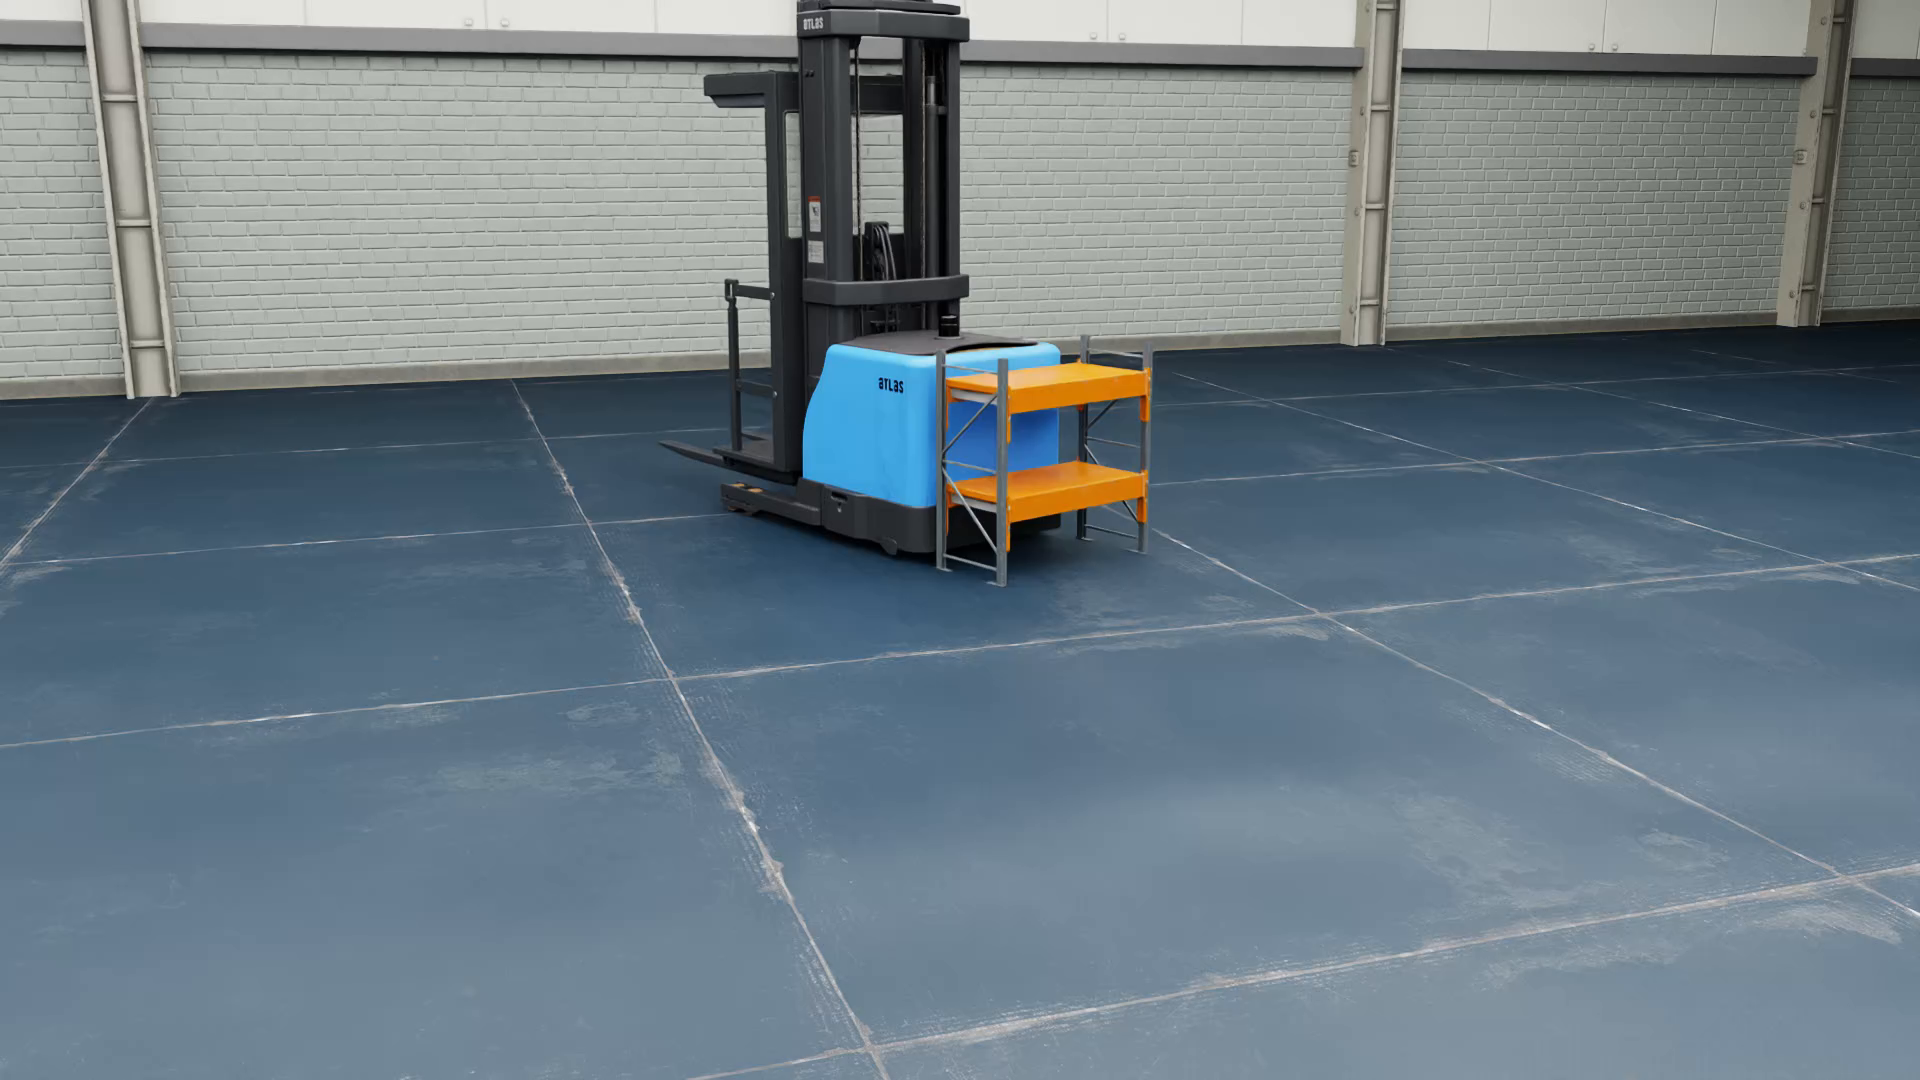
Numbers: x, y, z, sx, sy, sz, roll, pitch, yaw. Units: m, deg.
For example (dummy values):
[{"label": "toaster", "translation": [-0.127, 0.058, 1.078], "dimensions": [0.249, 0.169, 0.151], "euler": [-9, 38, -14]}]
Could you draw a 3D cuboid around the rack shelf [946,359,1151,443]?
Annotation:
[{"label": "rack shelf", "translation": [0.438, -0.720, 8.476], "dimensions": [1.000, 0.278, 0.538], "euler": [-11, 18, -40]}]

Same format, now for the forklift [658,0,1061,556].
[{"label": "forklift", "translation": [-0.763, -1.627, 9.648], "dimensions": [1.130, 2.935, 3.031], "euler": [-11, 17, -38]}]

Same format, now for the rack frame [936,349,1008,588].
[{"label": "rack frame", "translation": [0.055, -0.358, 8.218], "dimensions": [0.032, 1.125, 0.500], "euler": [-11, 18, -40]}]

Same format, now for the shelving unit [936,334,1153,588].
[{"label": "shelving unit", "translation": [0.438, -0.436, 8.544], "dimensions": [1.048, 1.125, 0.538], "euler": [-11, 18, -40]}]

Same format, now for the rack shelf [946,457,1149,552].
[{"label": "rack shelf", "translation": [0.438, -0.198, 8.600], "dimensions": [1.000, 0.278, 0.538], "euler": [-11, 18, -40]}]

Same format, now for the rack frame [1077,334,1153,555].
[{"label": "rack frame", "translation": [0.821, -0.513, 8.869], "dimensions": [0.032, 1.125, 0.500], "euler": [-11, 18, -40]}]

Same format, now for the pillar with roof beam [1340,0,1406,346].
[{"label": "pillar with roof beam", "translation": [5.759, -5.576, 13.138], "dimensions": [0.400, 9.000, 9.100], "euler": [-4, 14, -18]}]

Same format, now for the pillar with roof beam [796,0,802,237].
[{"label": "pillar with roof beam", "translation": [0.073, -5.133, 11.276], "dimensions": [0.400, 9.000, 9.100], "euler": [-4, 14, -18]}]

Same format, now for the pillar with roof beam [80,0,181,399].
[{"label": "pillar with roof beam", "translation": [-5.614, -4.690, 9.415], "dimensions": [0.400, 9.000, 9.100], "euler": [-4, 14, -18]}]

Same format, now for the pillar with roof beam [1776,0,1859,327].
[{"label": "pillar with roof beam", "translation": [11.446, -6.019, 15.000], "dimensions": [0.400, 9.000, 9.100], "euler": [-4, 14, -18]}]
